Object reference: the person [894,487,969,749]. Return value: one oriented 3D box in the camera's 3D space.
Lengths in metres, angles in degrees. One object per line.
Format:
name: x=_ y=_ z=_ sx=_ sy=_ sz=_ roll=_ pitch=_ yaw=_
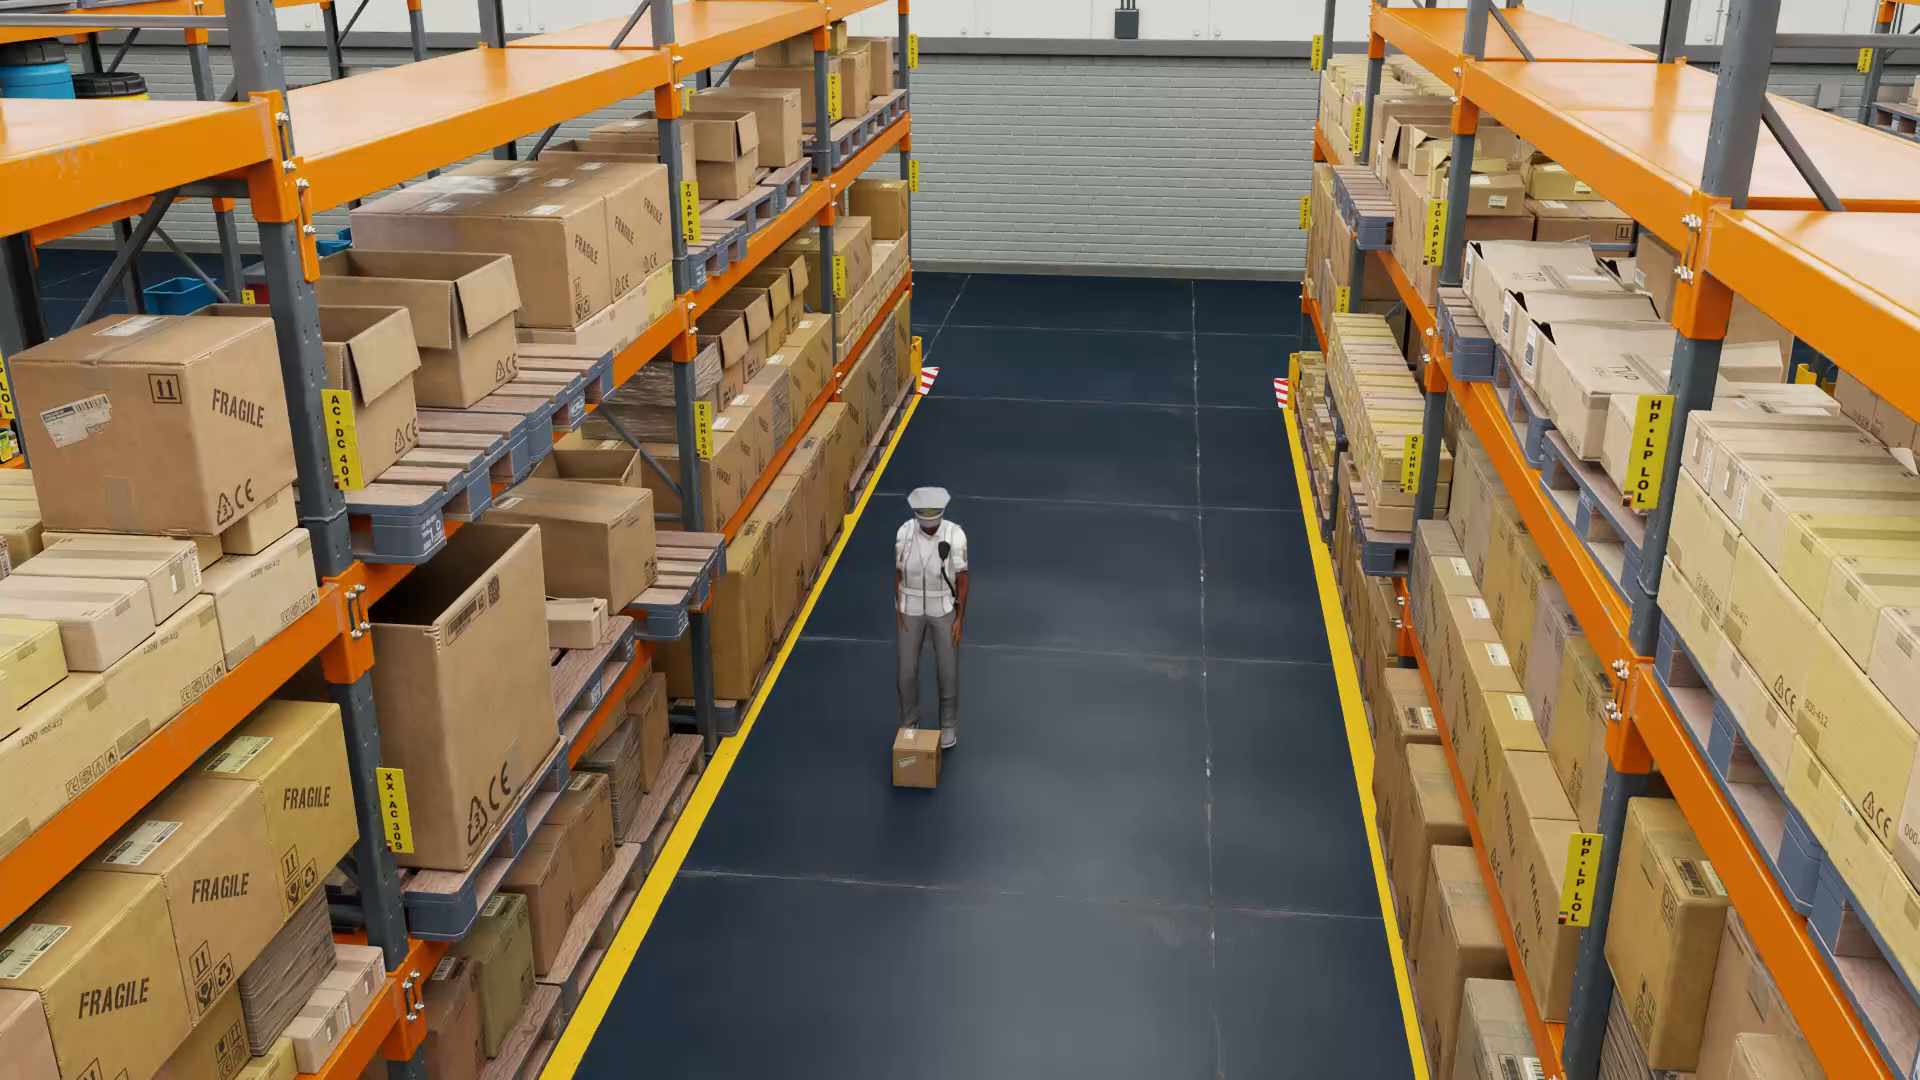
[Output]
person: x=-0.170 y=0.463 z=9.943 sx=0.448 sy=1.641 sz=0.394 roll=3 pitch=22 yaw=8
